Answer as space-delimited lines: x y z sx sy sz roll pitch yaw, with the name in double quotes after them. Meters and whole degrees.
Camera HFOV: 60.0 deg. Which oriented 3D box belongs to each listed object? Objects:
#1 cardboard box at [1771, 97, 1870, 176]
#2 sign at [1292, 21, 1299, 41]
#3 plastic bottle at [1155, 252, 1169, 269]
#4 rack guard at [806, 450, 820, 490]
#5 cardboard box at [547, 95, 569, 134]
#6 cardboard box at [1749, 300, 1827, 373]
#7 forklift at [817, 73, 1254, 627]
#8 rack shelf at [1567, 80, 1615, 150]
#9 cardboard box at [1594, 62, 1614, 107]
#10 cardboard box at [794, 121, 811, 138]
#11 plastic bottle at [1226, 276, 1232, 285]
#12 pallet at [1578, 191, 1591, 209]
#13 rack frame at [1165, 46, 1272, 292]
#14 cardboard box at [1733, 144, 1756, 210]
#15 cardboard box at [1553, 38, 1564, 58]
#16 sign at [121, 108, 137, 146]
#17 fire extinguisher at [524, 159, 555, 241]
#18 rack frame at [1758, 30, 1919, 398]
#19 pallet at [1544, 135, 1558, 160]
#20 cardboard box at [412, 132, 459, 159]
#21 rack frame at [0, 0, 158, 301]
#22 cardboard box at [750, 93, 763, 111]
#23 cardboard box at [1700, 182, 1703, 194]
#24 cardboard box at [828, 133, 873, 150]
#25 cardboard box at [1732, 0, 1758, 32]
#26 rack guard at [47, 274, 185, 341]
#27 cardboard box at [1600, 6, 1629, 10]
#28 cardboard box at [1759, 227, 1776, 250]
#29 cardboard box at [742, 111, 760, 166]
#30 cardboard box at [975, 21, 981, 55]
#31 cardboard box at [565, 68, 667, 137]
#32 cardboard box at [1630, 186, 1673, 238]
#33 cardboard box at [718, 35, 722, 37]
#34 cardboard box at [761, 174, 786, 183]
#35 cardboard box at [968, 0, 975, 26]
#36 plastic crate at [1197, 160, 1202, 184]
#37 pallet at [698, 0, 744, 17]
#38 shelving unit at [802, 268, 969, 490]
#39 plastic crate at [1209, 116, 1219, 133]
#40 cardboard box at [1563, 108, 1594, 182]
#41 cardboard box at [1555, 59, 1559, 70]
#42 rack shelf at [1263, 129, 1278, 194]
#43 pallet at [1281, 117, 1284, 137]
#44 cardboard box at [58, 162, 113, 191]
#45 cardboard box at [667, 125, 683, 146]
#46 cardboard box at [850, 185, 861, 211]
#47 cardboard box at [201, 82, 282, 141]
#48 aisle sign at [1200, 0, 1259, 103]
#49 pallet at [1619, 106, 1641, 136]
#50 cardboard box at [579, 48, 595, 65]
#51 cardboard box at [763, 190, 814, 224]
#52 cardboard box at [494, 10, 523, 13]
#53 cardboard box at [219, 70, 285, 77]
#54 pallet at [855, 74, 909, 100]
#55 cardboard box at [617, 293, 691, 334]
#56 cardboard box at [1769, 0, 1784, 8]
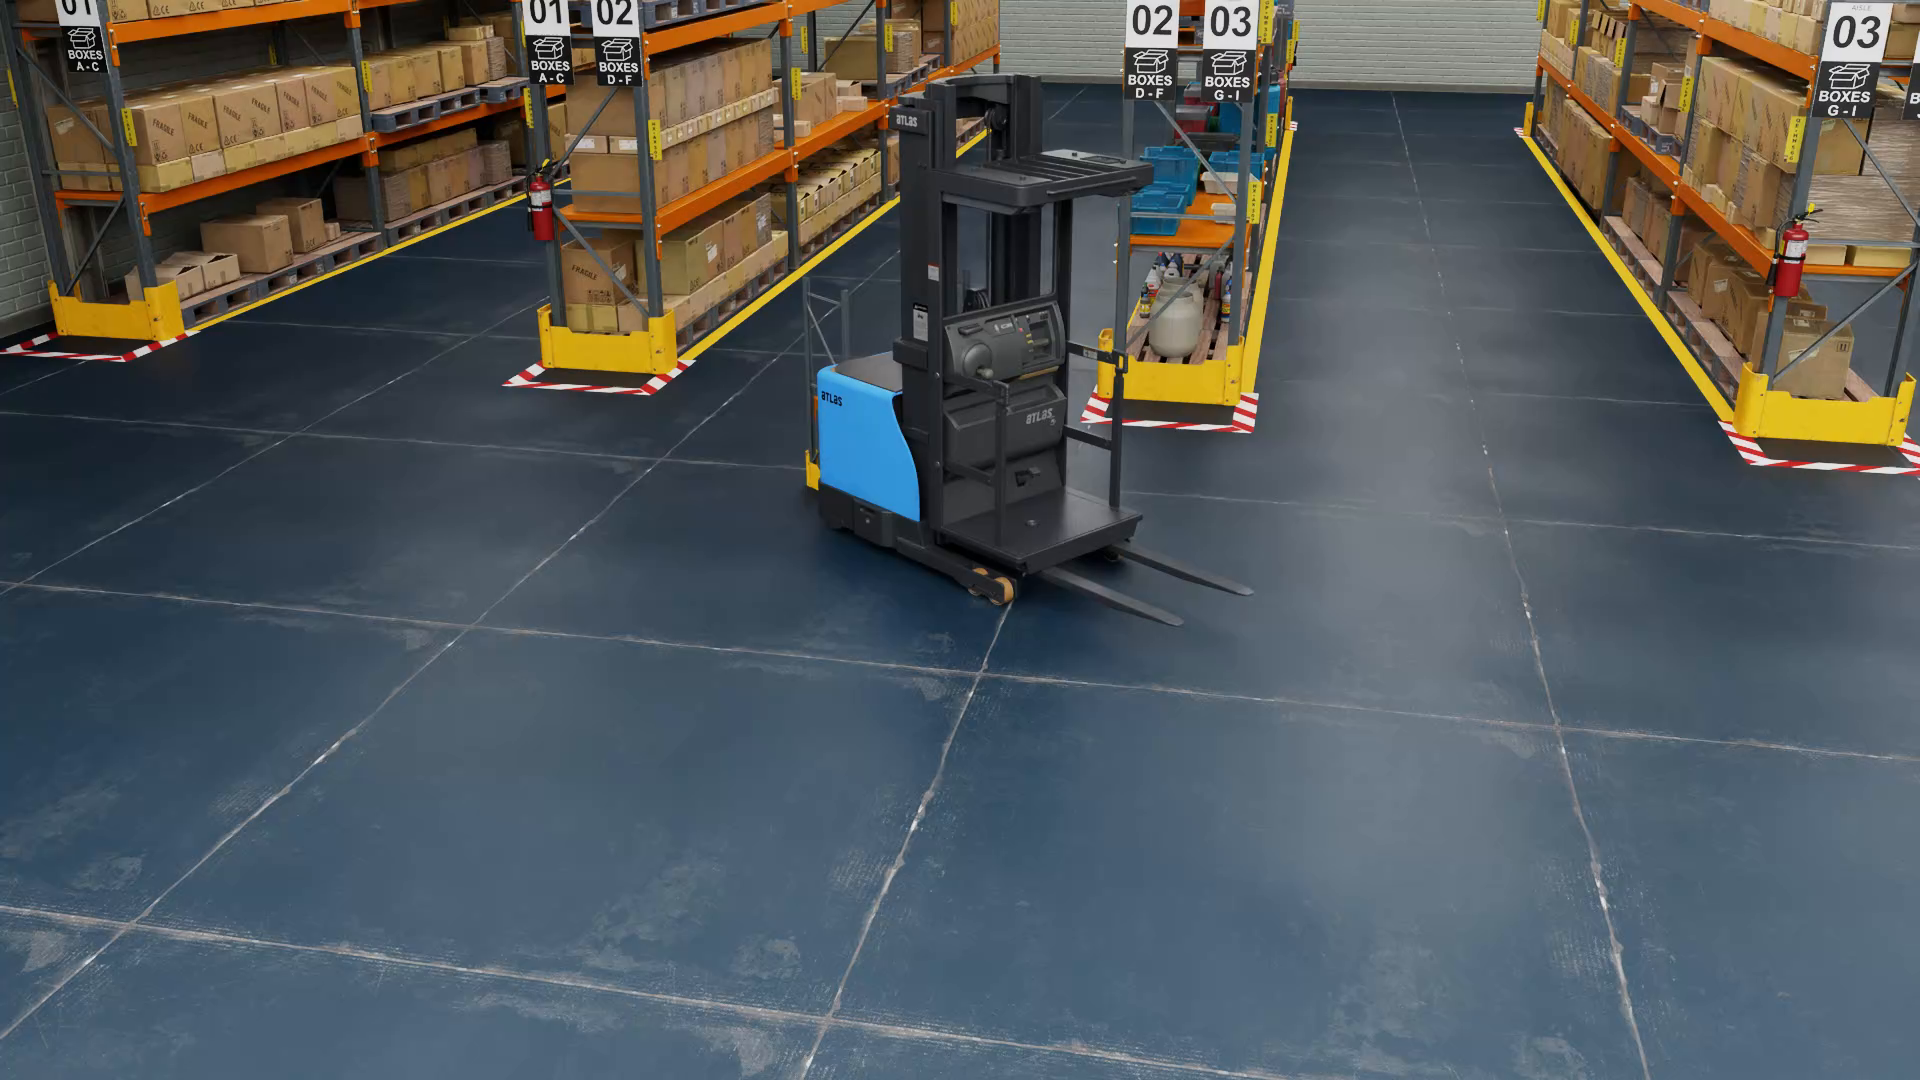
6.486 -3.050 12.541 0.500 0.500 0.500 4 22 11 "cardboard box"
5.574 -8.451 27.603 0.100 0.325 0.005 4 22 11 "sign"
2.012 -2.734 16.584 0.144 0.351 0.185 5 22 12 "plastic bottle"
-0.884 -0.434 11.597 0.087 0.250 0.587 -17 27 -35 "rack guard"
-5.836 -6.017 24.094 0.750 0.750 0.750 4 22 11 "cardboard box"
6.848 -1.666 13.758 0.500 0.500 0.500 11 24 25 "cardboard box"
0.421 -1.186 9.875 1.130 2.935 3.031 -19 29 -39 "forklift"
8.656 -5.506 21.471 1.077 0.370 4.000 4 22 11 "rack shelf"
8.316 -5.726 20.921 0.500 0.500 0.500 4 22 9 "cardboard box"
-1.884 -4.593 18.580 0.380 0.149 0.250 4 22 11 "cardboard box"
2.574 -2.373 15.795 0.097 0.271 0.097 0 22 0 "plastic bottle"
8.734 -4.542 21.848 1.003 0.211 1.213 4 22 11 "pallet"
2.583 -4.022 16.826 1.000 3.000 0.127 4 22 11 "rack frame"
6.884 -2.937 13.599 0.875 0.500 0.500 4 22 11 "cardboard box"
9.211 -7.382 24.970 0.500 0.250 0.500 4 22 10 "cardboard box"
-7.401 -3.675 14.805 0.100 0.325 0.005 4 22 11 "sign"
-3.560 -2.895 14.130 0.296 0.674 0.183 4 22 11 "fire extinguisher"
6.616 -2.182 12.256 1.000 3.000 0.127 4 22 11 "rack frame"
9.543 -5.997 25.461 1.003 0.211 1.213 4 22 11 "pallet"
-6.673 -4.974 20.941 0.500 0.250 0.500 4 22 11 "cardboard box"
-7.932 -3.315 15.069 1.000 3.000 0.127 4 22 11 "rack frame"
-2.214 -4.447 16.877 0.380 0.149 0.250 4 22 9 "cardboard box"
6.964 -3.197 15.112 0.380 0.149 0.250 4 22 11 "cardboard box"
-1.488 -5.269 22.678 0.500 0.500 0.500 5 23 13 "cardboard box"
6.874 -4.447 14.066 0.500 0.250 0.500 4 22 9 "cardboard box"
-7.916 -2.183 15.605 1.175 0.500 0.348 4 22 11 "rack guard"
9.622 -7.513 24.291 0.500 0.500 0.500 4 22 9 "cardboard box"
6.524 -2.372 13.065 0.380 0.149 0.250 4 22 11 "cardboard box"
-2.451 -4.092 16.864 0.700 0.500 0.500 4 22 10 "cardboard box"
0.046 -8.096 26.806 0.500 0.500 0.500 4 22 10 "cardboard box"
-2.963 -3.776 14.343 0.700 0.500 0.500 5 22 11 "cardboard box"
8.030 -3.702 18.787 0.700 0.500 0.500 3 22 6 "cardboard box"
-4.761 -9.118 29.077 0.980 0.700 0.700 5 23 13 "cardboard box"
-2.259 -4.124 19.446 0.500 0.311 0.500 4 22 11 "cardboard box"
-0.051 -8.365 26.136 0.500 0.500 0.500 4 22 9 "cardboard box"
2.030 -3.449 15.686 0.450 0.188 0.662 4 22 11 "plastic crate"
-2.665 -4.993 15.339 1.003 0.211 1.213 4 22 11 "pallet"
-0.494 -1.130 11.651 1.083 1.500 0.587 -17 27 -35 "shelving unit"
2.662 -4.583 18.501 0.450 0.188 0.662 4 22 11 "plastic crate"
8.772 -5.217 22.075 1.225 0.875 0.875 4 22 9 "cardboard box"
9.068 -7.061 24.706 0.380 0.149 0.250 4 22 10 "cardboard box"
2.991 -4.420 18.777 1.077 0.370 4.000 4 22 11 "rack shelf"
4.825 -6.819 27.502 1.003 0.211 1.213 4 22 11 "pallet"
-8.026 -3.440 15.554 0.500 0.250 0.500 5 22 12 "cardboard box"
-2.687 -3.601 14.777 0.380 0.149 0.250 5 22 11 "cardboard box"
-1.525 -4.200 20.386 0.500 0.250 0.500 5 22 12 "cardboard box"
-7.224 -4.312 16.716 0.500 0.500 0.500 5 23 13 "cardboard box"
2.039 -3.717 12.587 0.394 0.787 0.004 4 22 11 "aisle sign"
8.207 -4.750 18.889 1.213 0.211 1.003 4 22 11 "pallet"
-5.633 -7.156 24.047 0.500 0.500 0.500 5 22 12 "cardboard box"
-1.937 -3.713 18.426 0.500 0.311 0.500 5 22 11 "cardboard box"
-6.244 -7.344 23.511 0.500 0.250 0.500 4 22 10 "cardboard box"
-7.525 -4.720 17.729 0.500 0.500 0.500 4 22 11 "cardboard box"
-1.380 -6.029 22.064 1.213 0.211 1.003 4 22 11 "pallet"
-2.754 -2.037 15.015 0.500 0.250 0.500 4 22 11 "cardboard box"
6.639 -4.289 13.141 0.380 0.149 0.250 3 22 8 "cardboard box"
